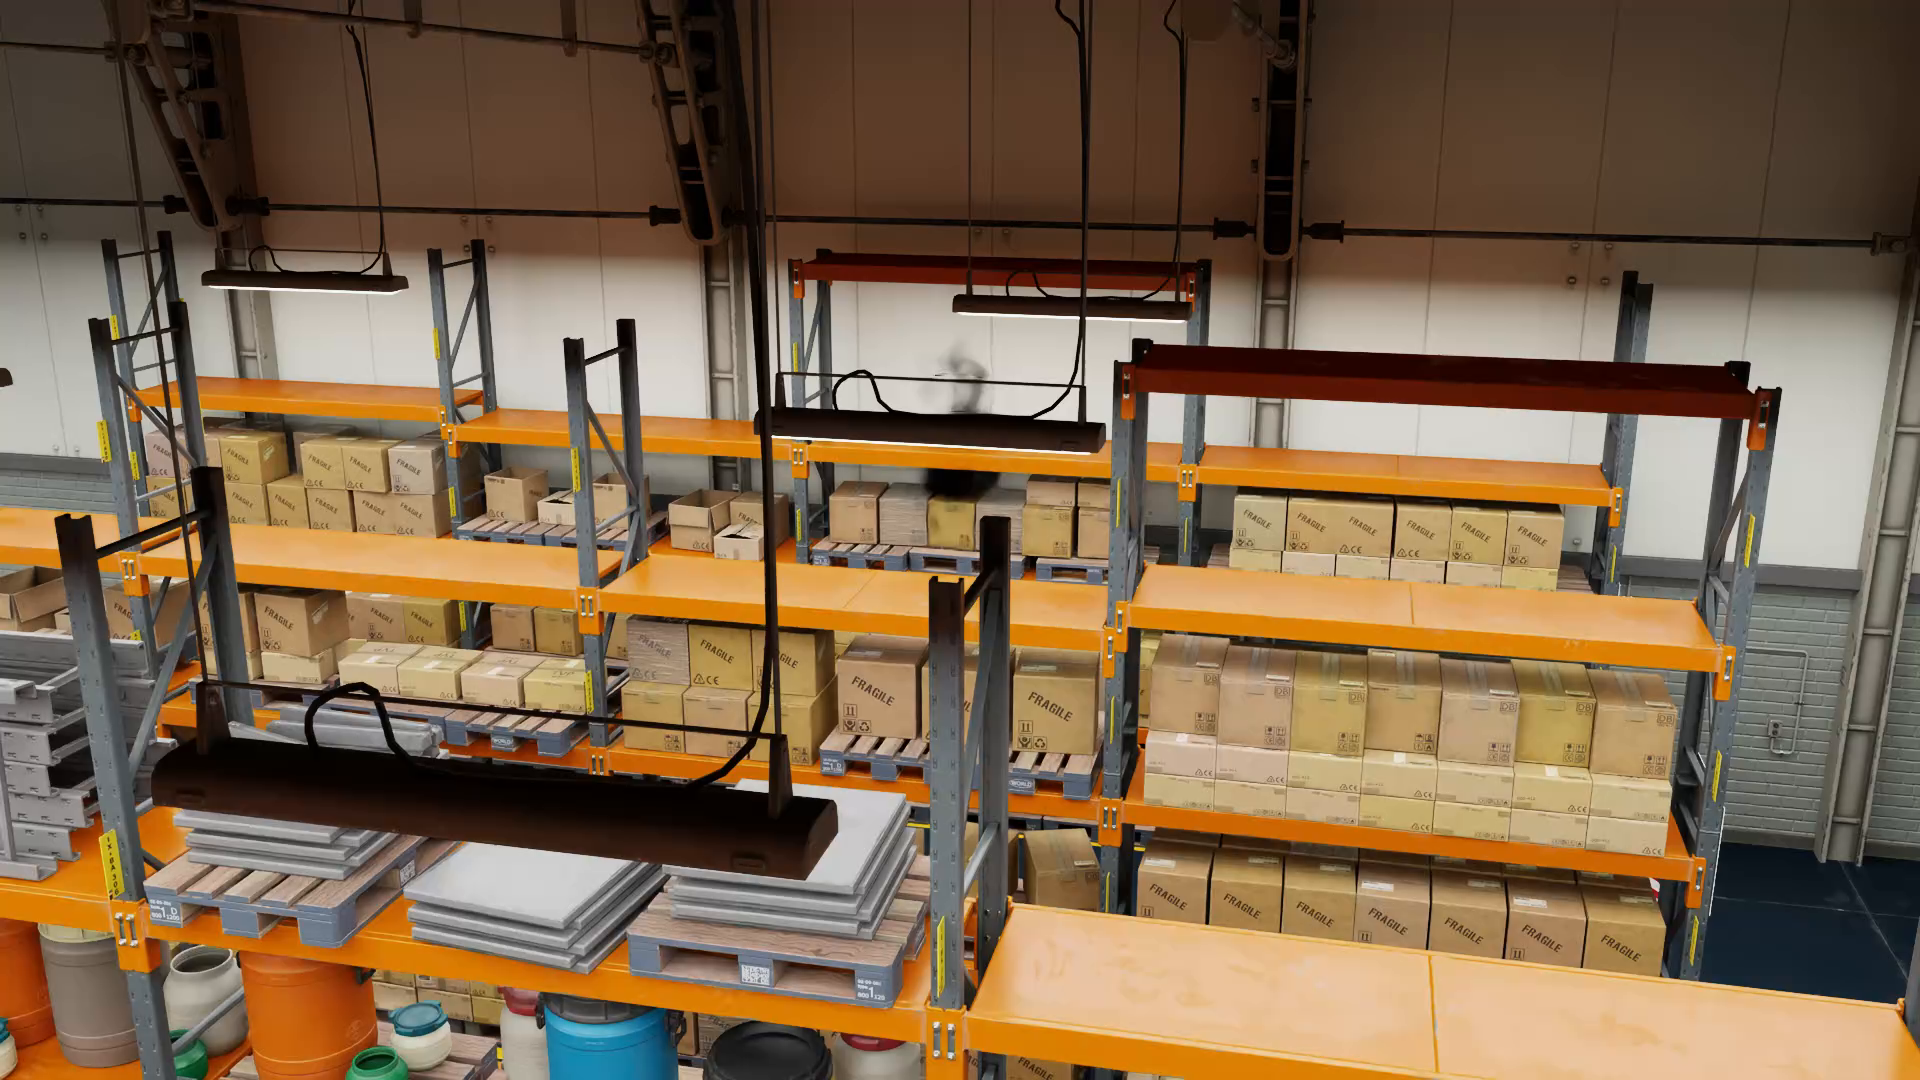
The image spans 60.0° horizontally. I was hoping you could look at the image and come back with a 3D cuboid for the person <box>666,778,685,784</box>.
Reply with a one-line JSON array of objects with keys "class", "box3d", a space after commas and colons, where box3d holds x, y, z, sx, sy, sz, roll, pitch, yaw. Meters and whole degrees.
[{"class": "person", "box3d": [-2.598, 2.964, 15.373, 0.700, 1.639, 0.522, 3, 17, 10]}]
